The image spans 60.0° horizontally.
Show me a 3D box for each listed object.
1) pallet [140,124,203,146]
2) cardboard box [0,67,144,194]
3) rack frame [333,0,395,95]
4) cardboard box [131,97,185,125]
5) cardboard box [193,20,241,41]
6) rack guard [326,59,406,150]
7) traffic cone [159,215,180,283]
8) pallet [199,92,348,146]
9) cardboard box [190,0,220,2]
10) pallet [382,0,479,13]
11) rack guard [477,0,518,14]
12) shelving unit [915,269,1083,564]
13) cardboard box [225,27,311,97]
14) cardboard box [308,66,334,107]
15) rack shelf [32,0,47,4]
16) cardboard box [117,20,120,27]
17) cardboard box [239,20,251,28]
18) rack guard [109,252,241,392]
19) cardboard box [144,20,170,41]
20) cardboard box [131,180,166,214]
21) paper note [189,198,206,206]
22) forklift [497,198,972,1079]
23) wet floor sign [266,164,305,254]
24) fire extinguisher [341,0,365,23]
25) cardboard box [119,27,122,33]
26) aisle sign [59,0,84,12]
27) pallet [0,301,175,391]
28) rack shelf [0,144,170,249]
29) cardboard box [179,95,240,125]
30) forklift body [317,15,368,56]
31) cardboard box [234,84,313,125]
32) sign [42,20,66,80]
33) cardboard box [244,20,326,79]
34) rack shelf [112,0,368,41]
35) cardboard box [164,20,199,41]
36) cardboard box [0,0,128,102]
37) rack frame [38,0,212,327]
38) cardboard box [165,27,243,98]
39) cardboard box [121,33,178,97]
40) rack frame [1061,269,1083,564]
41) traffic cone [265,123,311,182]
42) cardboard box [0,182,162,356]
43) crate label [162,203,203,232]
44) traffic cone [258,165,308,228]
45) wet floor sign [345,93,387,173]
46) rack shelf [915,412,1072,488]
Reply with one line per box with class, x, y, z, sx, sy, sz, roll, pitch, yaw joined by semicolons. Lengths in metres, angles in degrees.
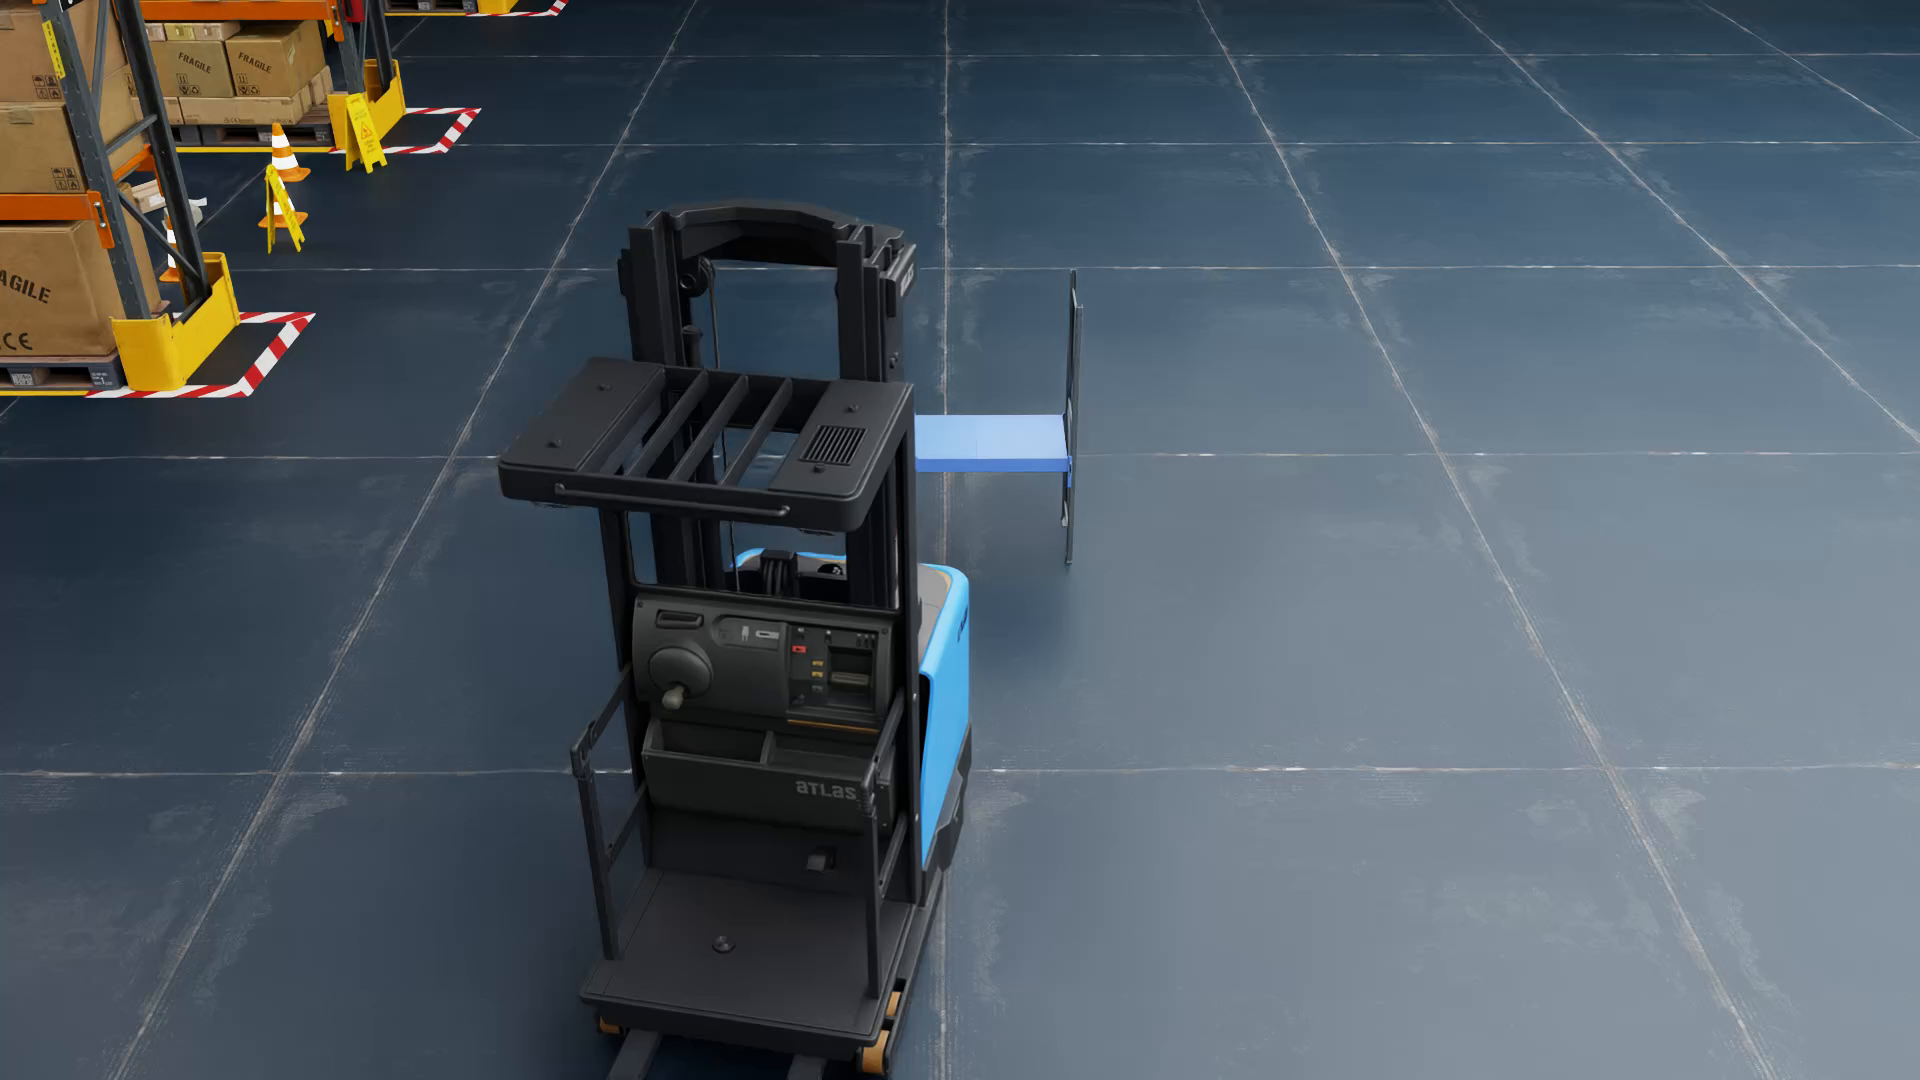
pallet;-7.534;-3.944;15.547;1.213;0.211;1.003;0;31;0
cardboard box;-5.668;-2.595;10.491;0.550;0.550;0.875;0;31;0
rack frame;-5.429;-5.123;14.802;0.127;3.000;1.000;0;31;0
cardboard box;-7.277;-3.983;15.169;0.500;0.250;0.500;-1;31;-2
cardboard box;-6.595;-4.551;14.757;0.250;0.149;0.380;1;31;1
rack guard;-5.505;-4.054;15.450;0.348;0.500;1.175;0;31;0
traffic cone;-5.837;-2.206;12.440;0.334;0.463;0.336;0;31;0
pallet;-6.317;-3.946;15.551;1.213;0.211;1.003;0;31;0
cardboard box;-6.568;-4.839;14.576;0.250;0.149;0.380;0;31;1
pallet;-6.227;-6.482;19.729;1.213;0.211;1.003;0;31;0
rack guard;-5.438;-6.629;19.694;0.348;0.500;1.175;0;31;0
shelving unit;0.085;-0.641;8.861;1.048;1.500;0.538;0;31;0
cardboard box;-6.228;-4.310;14.985;0.500;0.500;0.500;0;31;0
cardboard box;-6.237;-4.268;15.639;0.500;0.250;0.500;0;31;-1
rack shelf;-7.298;-3.524;9.969;4.000;0.370;1.077;0;31;0
cardboard box;-7.820;-4.581;15.431;0.500;0.500;0.500;1;31;2
cardboard box;-6.783;-4.584;15.437;0.500;0.500;0.500;-1;31;-2
rack guard;-5.274;-1.487;11.219;0.348;0.500;1.175;0;31;0
cardboard box;-7.110;-4.552;14.759;0.250;0.149;0.380;1;31;2
cardboard box;-6.726;-2.852;13.808;0.250;0.149;0.380;16;35;25
paper note;-6.362;-2.818;13.866;0.142;0.019;0.148;-11;33;-17
forklift;-0.734;0.481;5.632;1.130;2.935;3.031;6;32;9
wet floor sign;-5.281;-2.576;12.874;0.232;0.644;0.267;-5;32;-9
fire extinguisher;-5.311;-4.851;14.429;0.183;0.674;0.296;0;31;0
cardboard box;-7.783;-4.305;14.977;0.500;0.500;0.500;1;31;2
aisle sign;-5.225;-3.512;9.640;0.004;0.787;0.394;0;31;0
pallet;-6.097;-1.320;11.223;1.213;0.211;1.003;0;31;0
rack shelf;-7.298;-2.242;10.747;4.000;0.370;1.077;0;31;0
cardboard box;-6.753;-3.987;15.176;0.500;0.250;0.500;0;31;0
forklift body;-7.347;-6.383;17.696;1.214;2.155;2.313;0;31;0
cardboard box;-6.259;-3.985;15.172;0.500;0.250;0.500;0;31;-1
sign;-5.308;-2.871;9.745;0.005;0.325;0.100;0;31;0
cardboard box;-6.261;-4.588;15.443;0.500;0.500;0.500;-1;31;-2
rack shelf;-7.428;-4.809;14.978;4.000;0.370;1.077;0;31;0
cardboard box;-6.846;-4.552;14.759;0.250;0.149;0.380;0;31;1
cardboard box;-5.669;-3.100;10.283;0.550;0.550;0.875;0;31;0
rack frame;-5.298;-2.556;10.571;0.127;3.000;1.000;0;31;0
cardboard box;-6.750;-4.307;14.979;0.500;0.500;0.500;1;31;2
cardboard box;-7.255;-4.309;14.983;0.500;0.500;0.500;-1;31;-1
rack frame;0.594;-0.643;8.864;0.032;1.500;0.500;0;31;0
traffic cone;-5.851;-3.368;14.355;0.334;0.463;0.336;0;31;0
cardboard box;-5.975;-1.791;10.953;0.875;0.875;0.875;0;31;0
crate label;-6.290;-2.619;13.435;0.298;0.136;0.250;-17;35;-26
traffic cone;-5.504;-2.793;13.408;0.334;0.463;0.336;0;31;0
wet floor sign;-5.232;-3.562;14.499;0.232;0.644;0.267;10;33;17
rack shelf;0.085;-0.488;8.955;1.000;0.185;0.538;0;31;0
